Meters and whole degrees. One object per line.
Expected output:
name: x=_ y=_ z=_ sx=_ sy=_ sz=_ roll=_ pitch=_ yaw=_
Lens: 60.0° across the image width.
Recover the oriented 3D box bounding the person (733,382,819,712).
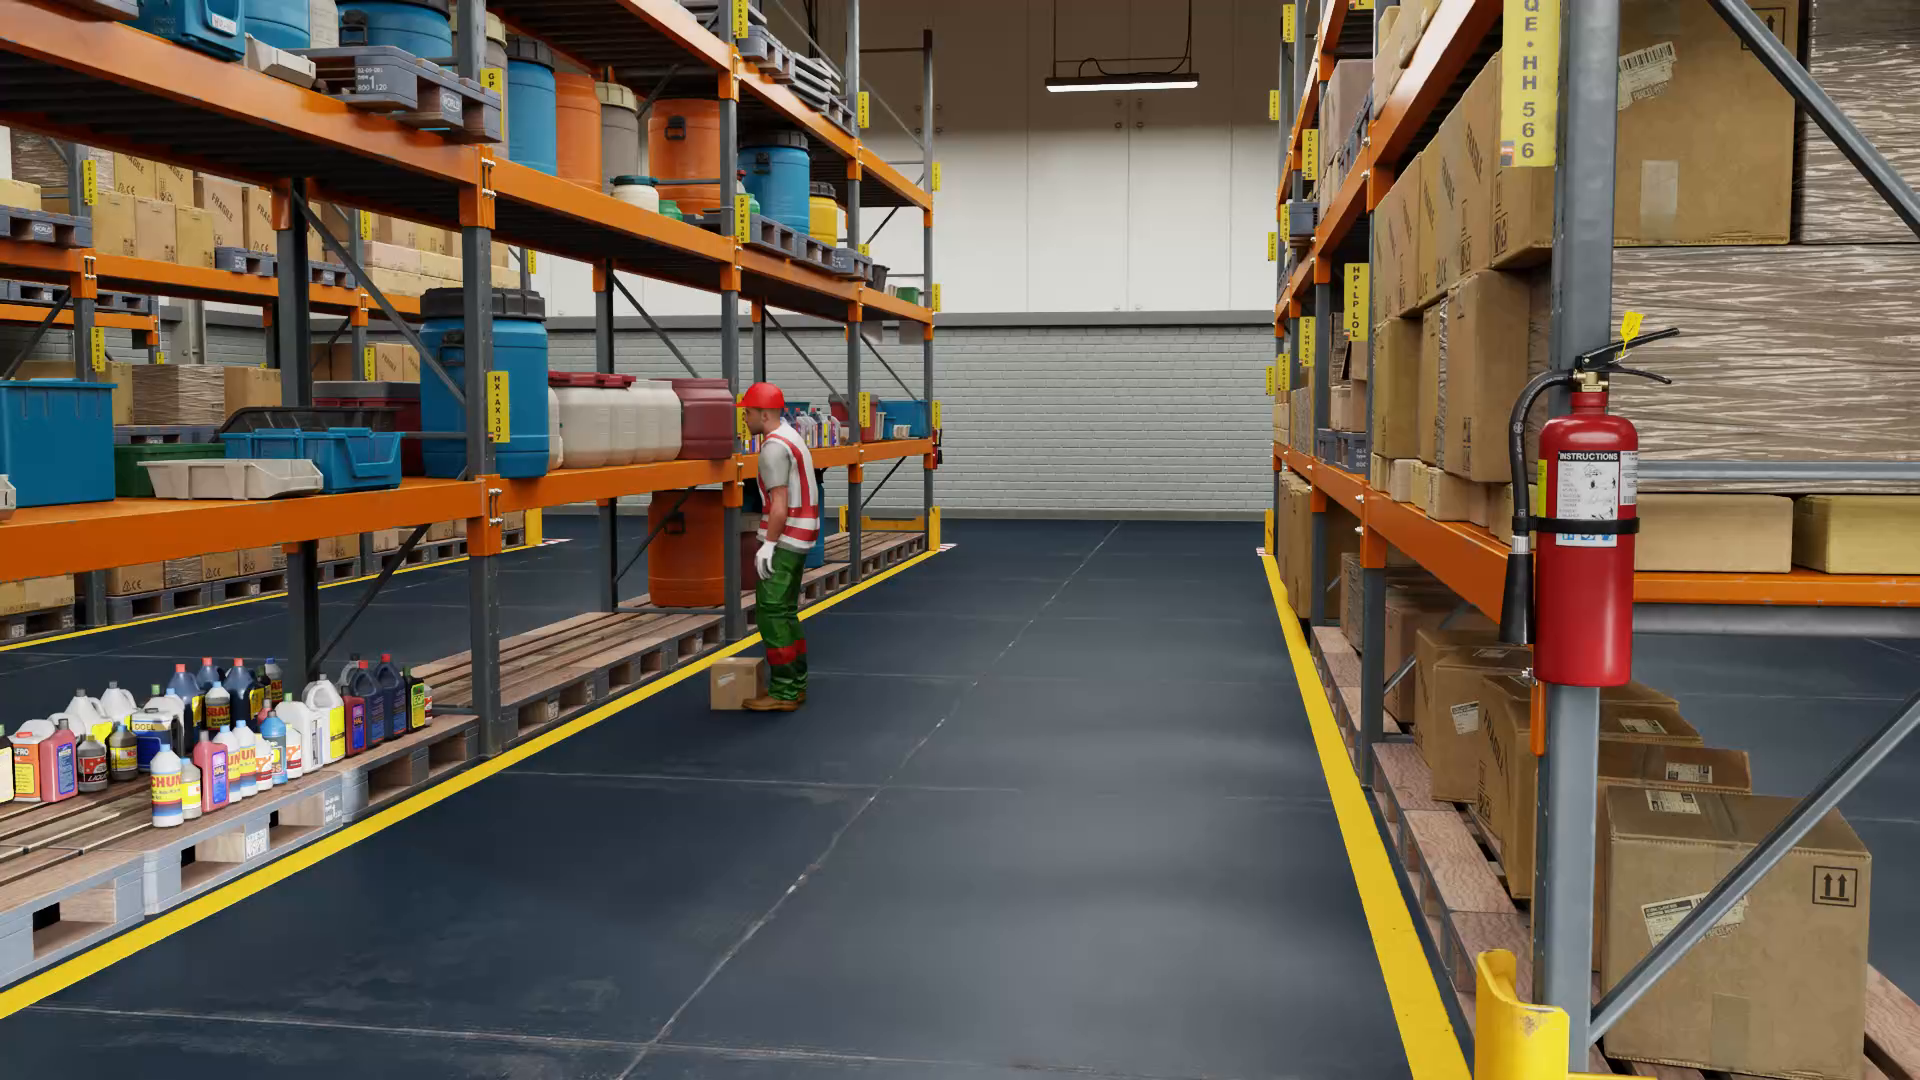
person: x=-0.999 y=0.033 z=9.064 sx=0.453 sy=1.778 sz=0.614 roll=0 pitch=4 yaw=5
